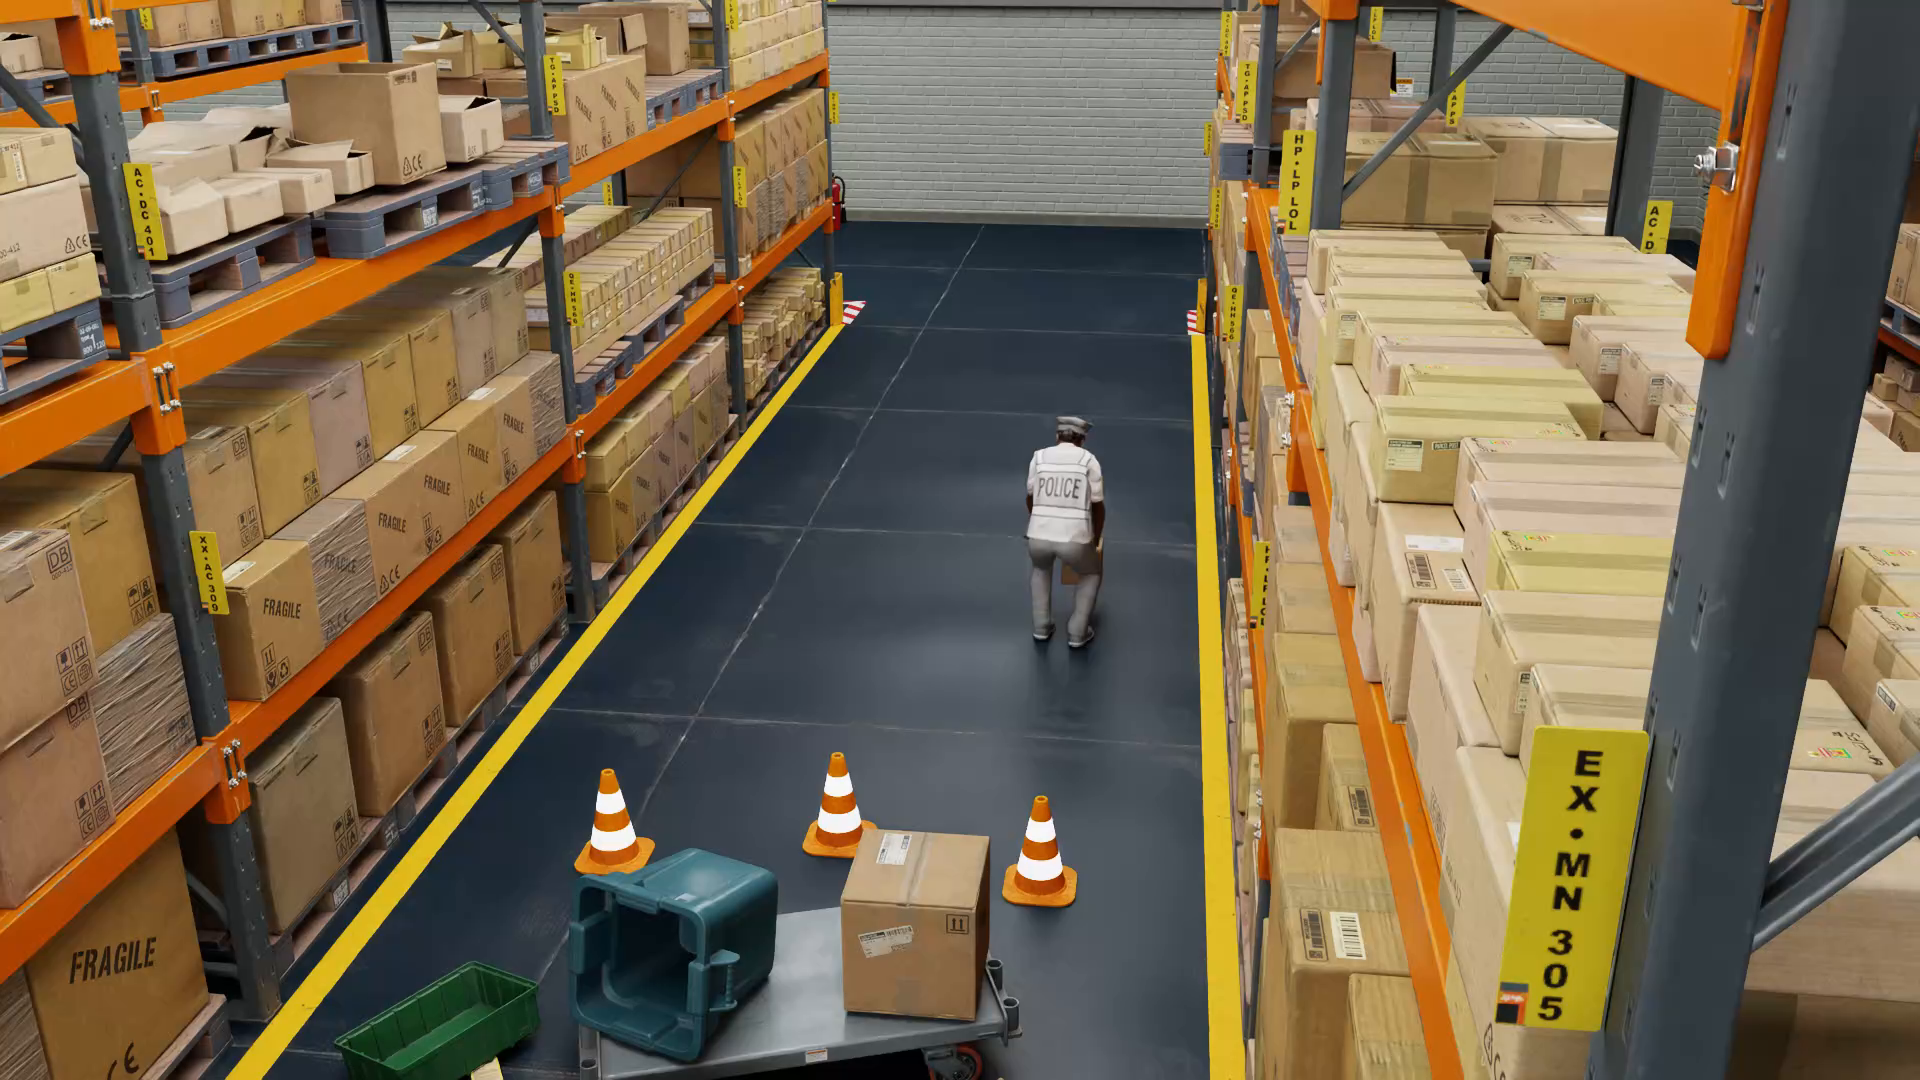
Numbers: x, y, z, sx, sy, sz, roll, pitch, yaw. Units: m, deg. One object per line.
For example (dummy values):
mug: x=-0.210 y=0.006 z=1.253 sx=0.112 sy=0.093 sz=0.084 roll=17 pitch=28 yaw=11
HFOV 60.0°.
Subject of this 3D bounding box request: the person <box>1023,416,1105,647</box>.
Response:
person: x=0.617 y=-0.051 z=10.144 sx=0.496 sy=1.360 sz=0.724 roll=7 pitch=22 yaw=18
